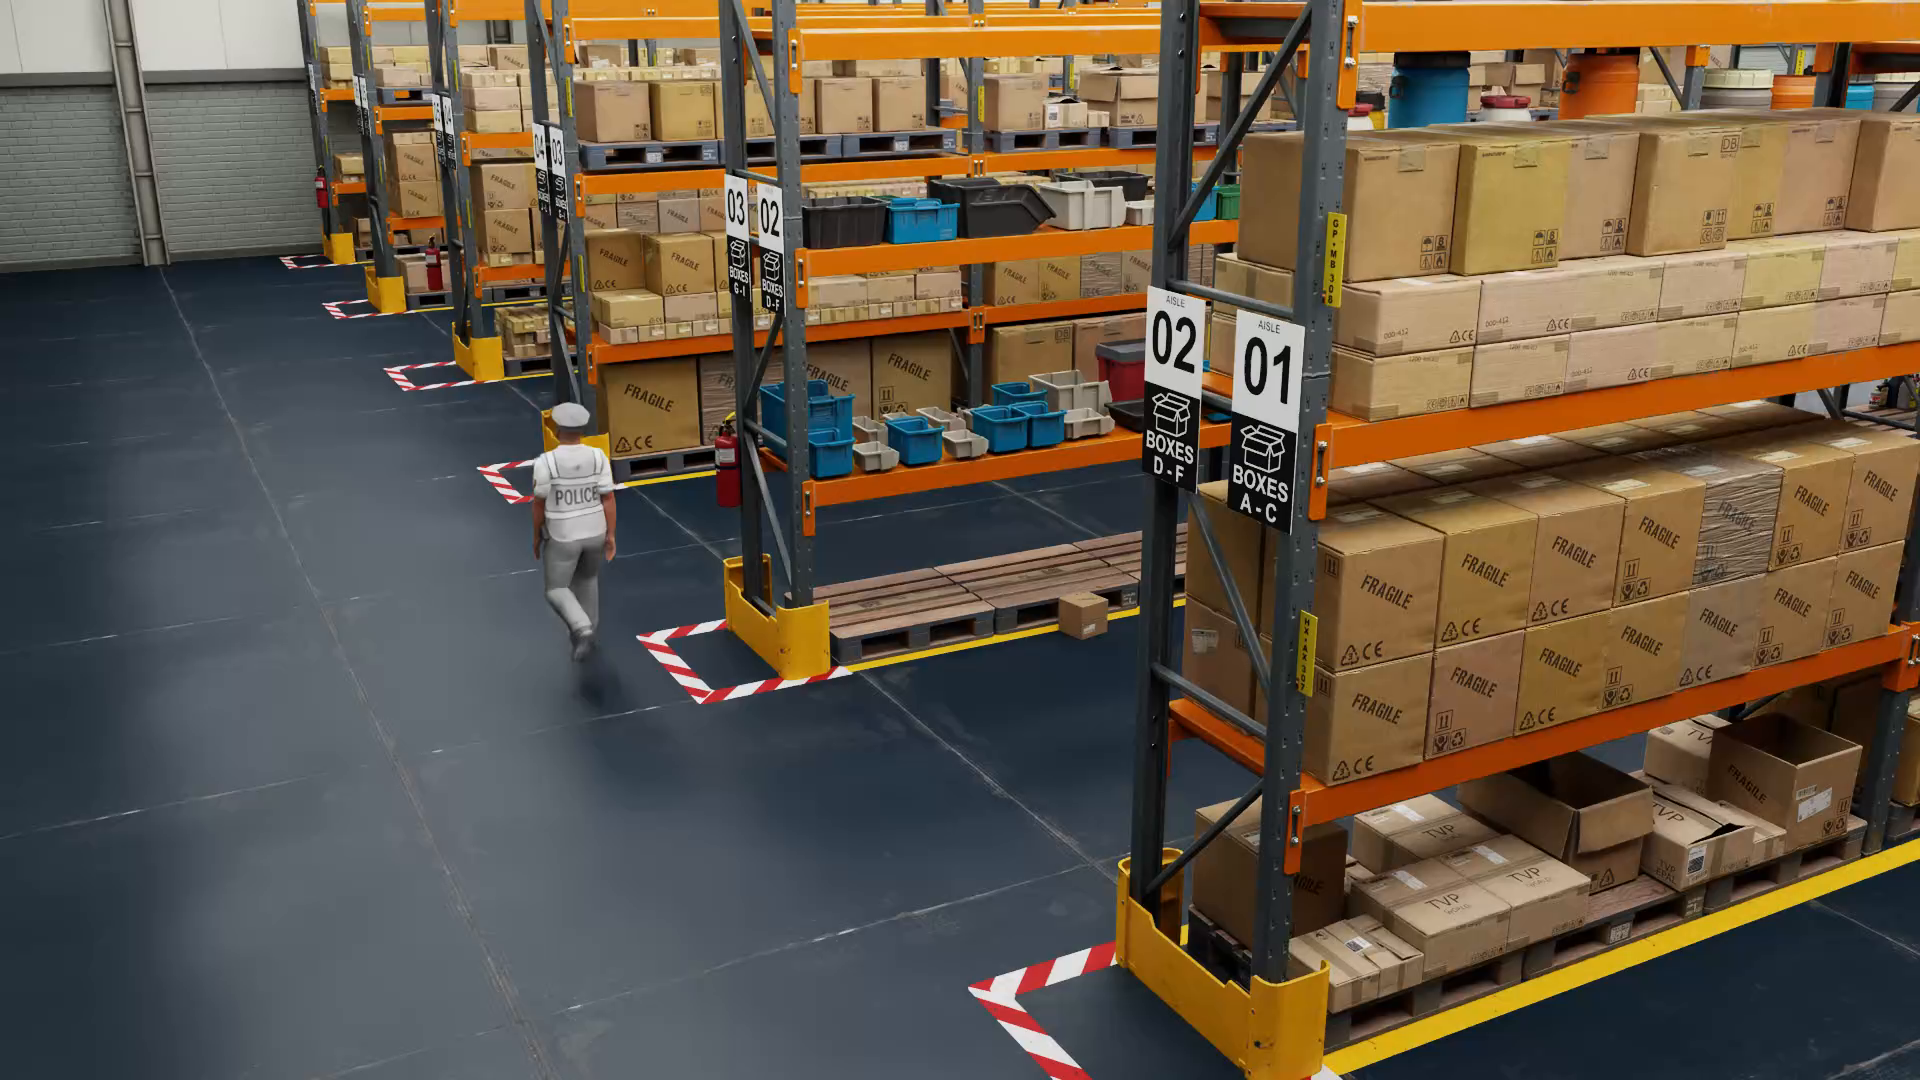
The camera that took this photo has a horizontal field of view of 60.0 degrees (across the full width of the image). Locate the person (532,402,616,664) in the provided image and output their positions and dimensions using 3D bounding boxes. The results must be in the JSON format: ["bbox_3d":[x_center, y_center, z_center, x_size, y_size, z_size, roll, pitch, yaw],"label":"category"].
[{"bbox_3d":[-2.570,-0.053,11.122,0.529,1.746,0.791,-12,22,-33],"label":"person"}]
